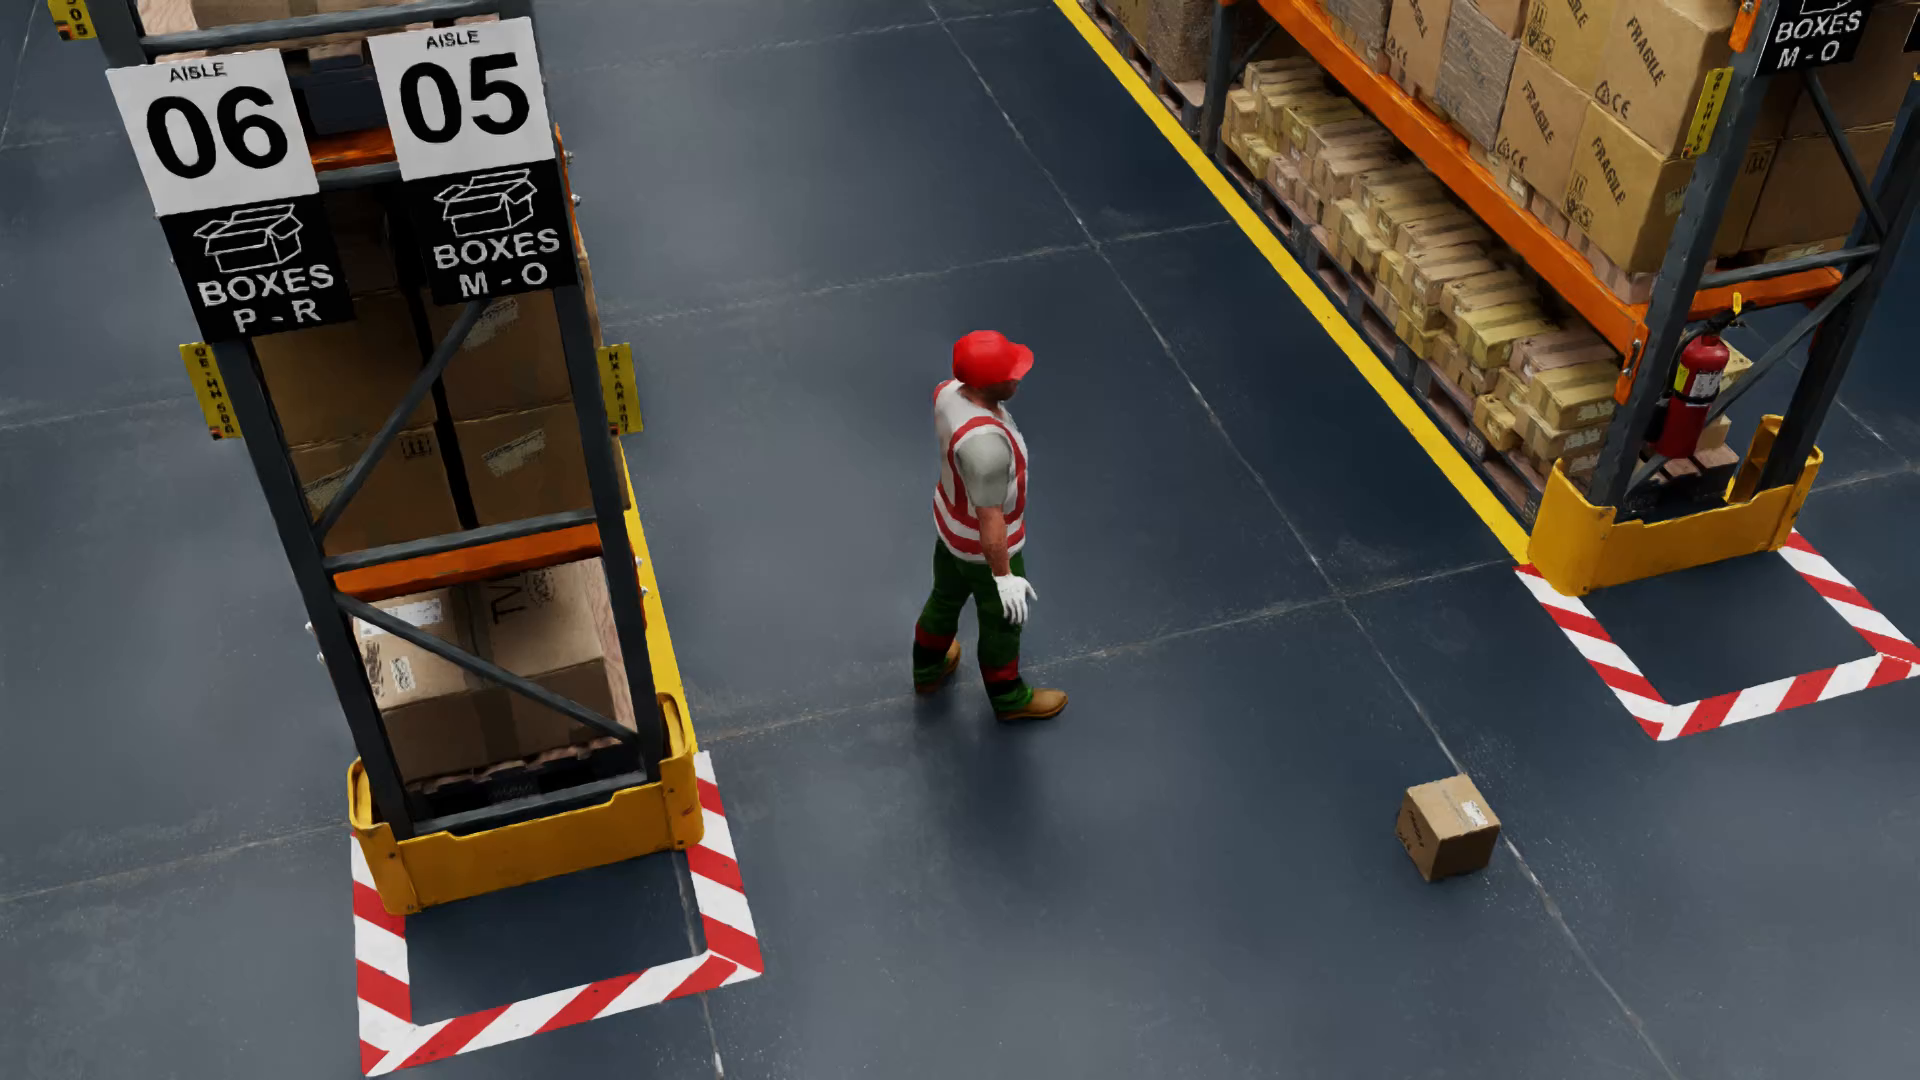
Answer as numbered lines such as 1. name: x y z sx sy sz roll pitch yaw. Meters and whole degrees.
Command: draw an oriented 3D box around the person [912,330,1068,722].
1. person: 0.126 -0.015 6.140 0.575 1.792 0.725 -11 43 -12
